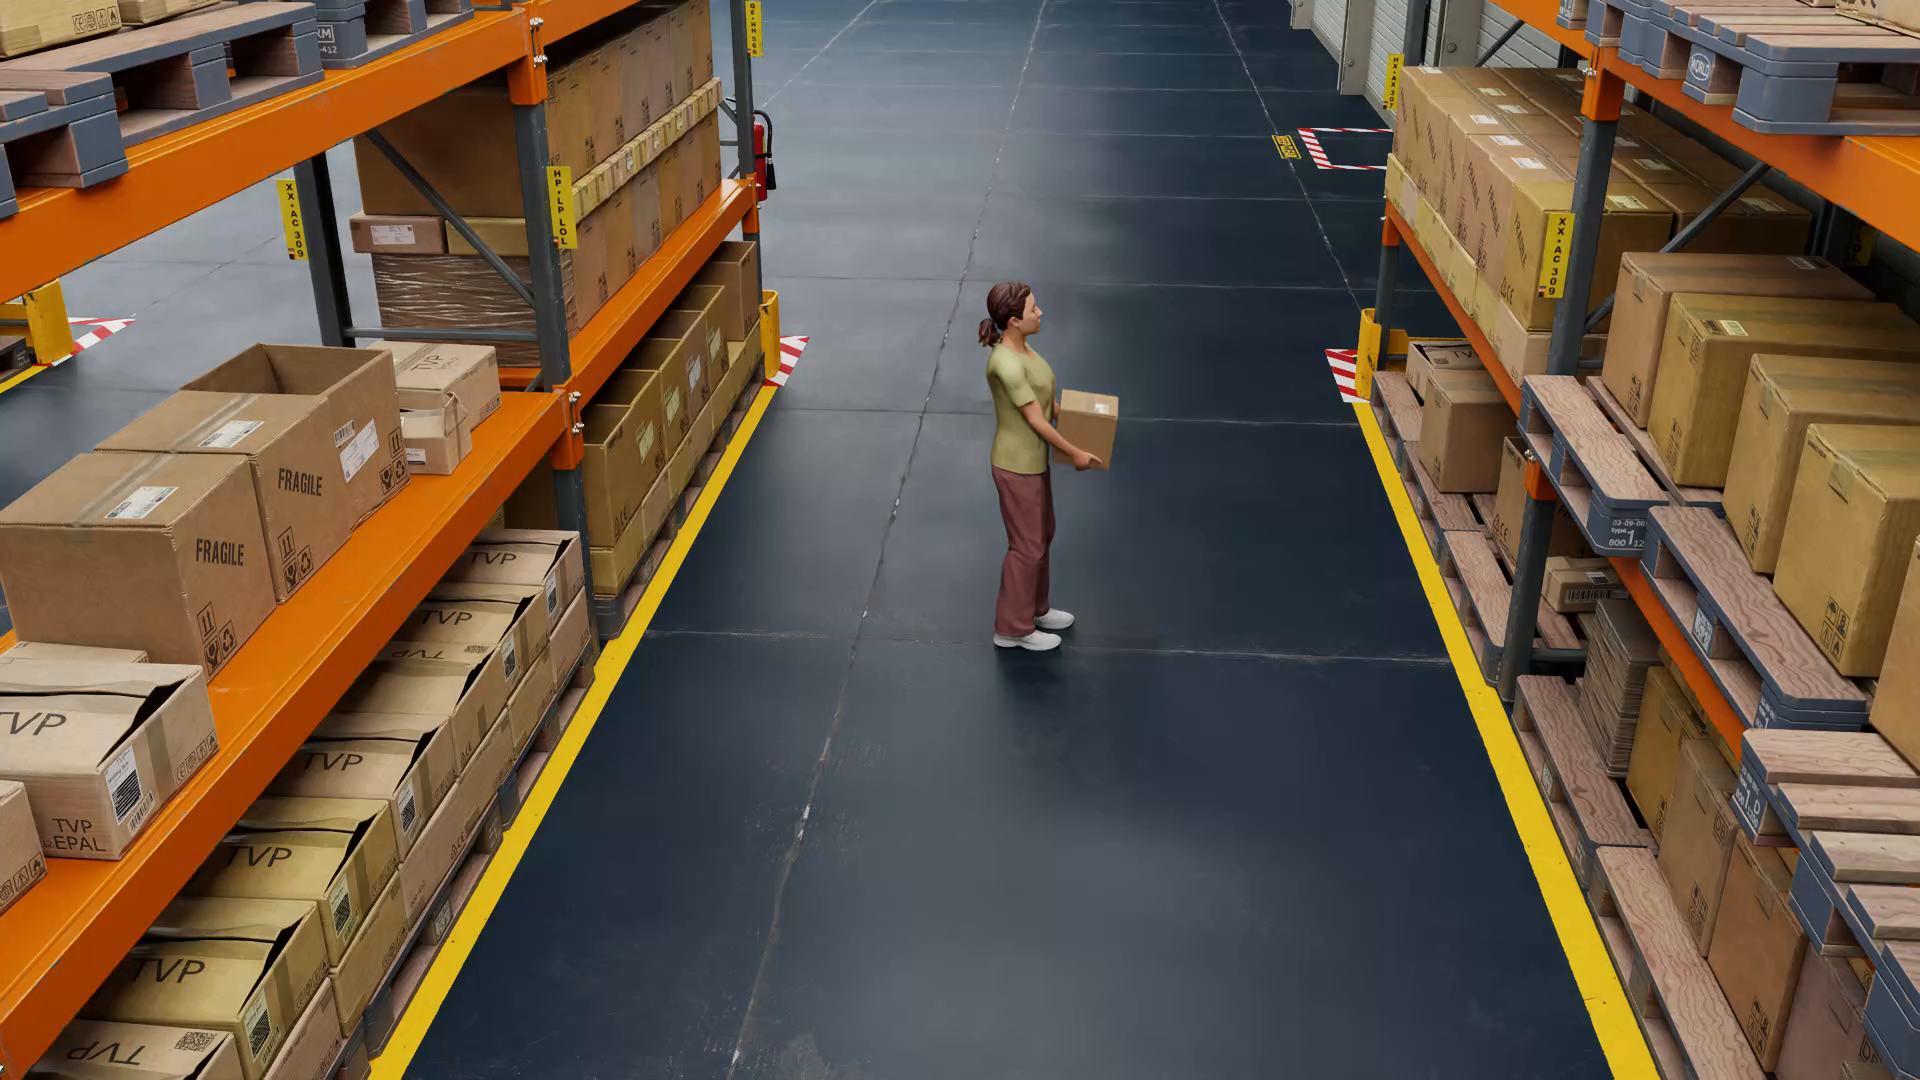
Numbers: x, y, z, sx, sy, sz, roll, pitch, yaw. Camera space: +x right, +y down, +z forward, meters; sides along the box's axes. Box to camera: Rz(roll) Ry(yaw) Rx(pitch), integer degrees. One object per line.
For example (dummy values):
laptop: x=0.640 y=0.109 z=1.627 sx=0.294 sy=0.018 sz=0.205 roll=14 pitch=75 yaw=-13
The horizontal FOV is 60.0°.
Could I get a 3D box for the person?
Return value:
person: x=0.346 y=-0.323 z=7.326 sx=0.558 sy=1.664 sz=0.425 roll=2 pitch=25 yaw=5
